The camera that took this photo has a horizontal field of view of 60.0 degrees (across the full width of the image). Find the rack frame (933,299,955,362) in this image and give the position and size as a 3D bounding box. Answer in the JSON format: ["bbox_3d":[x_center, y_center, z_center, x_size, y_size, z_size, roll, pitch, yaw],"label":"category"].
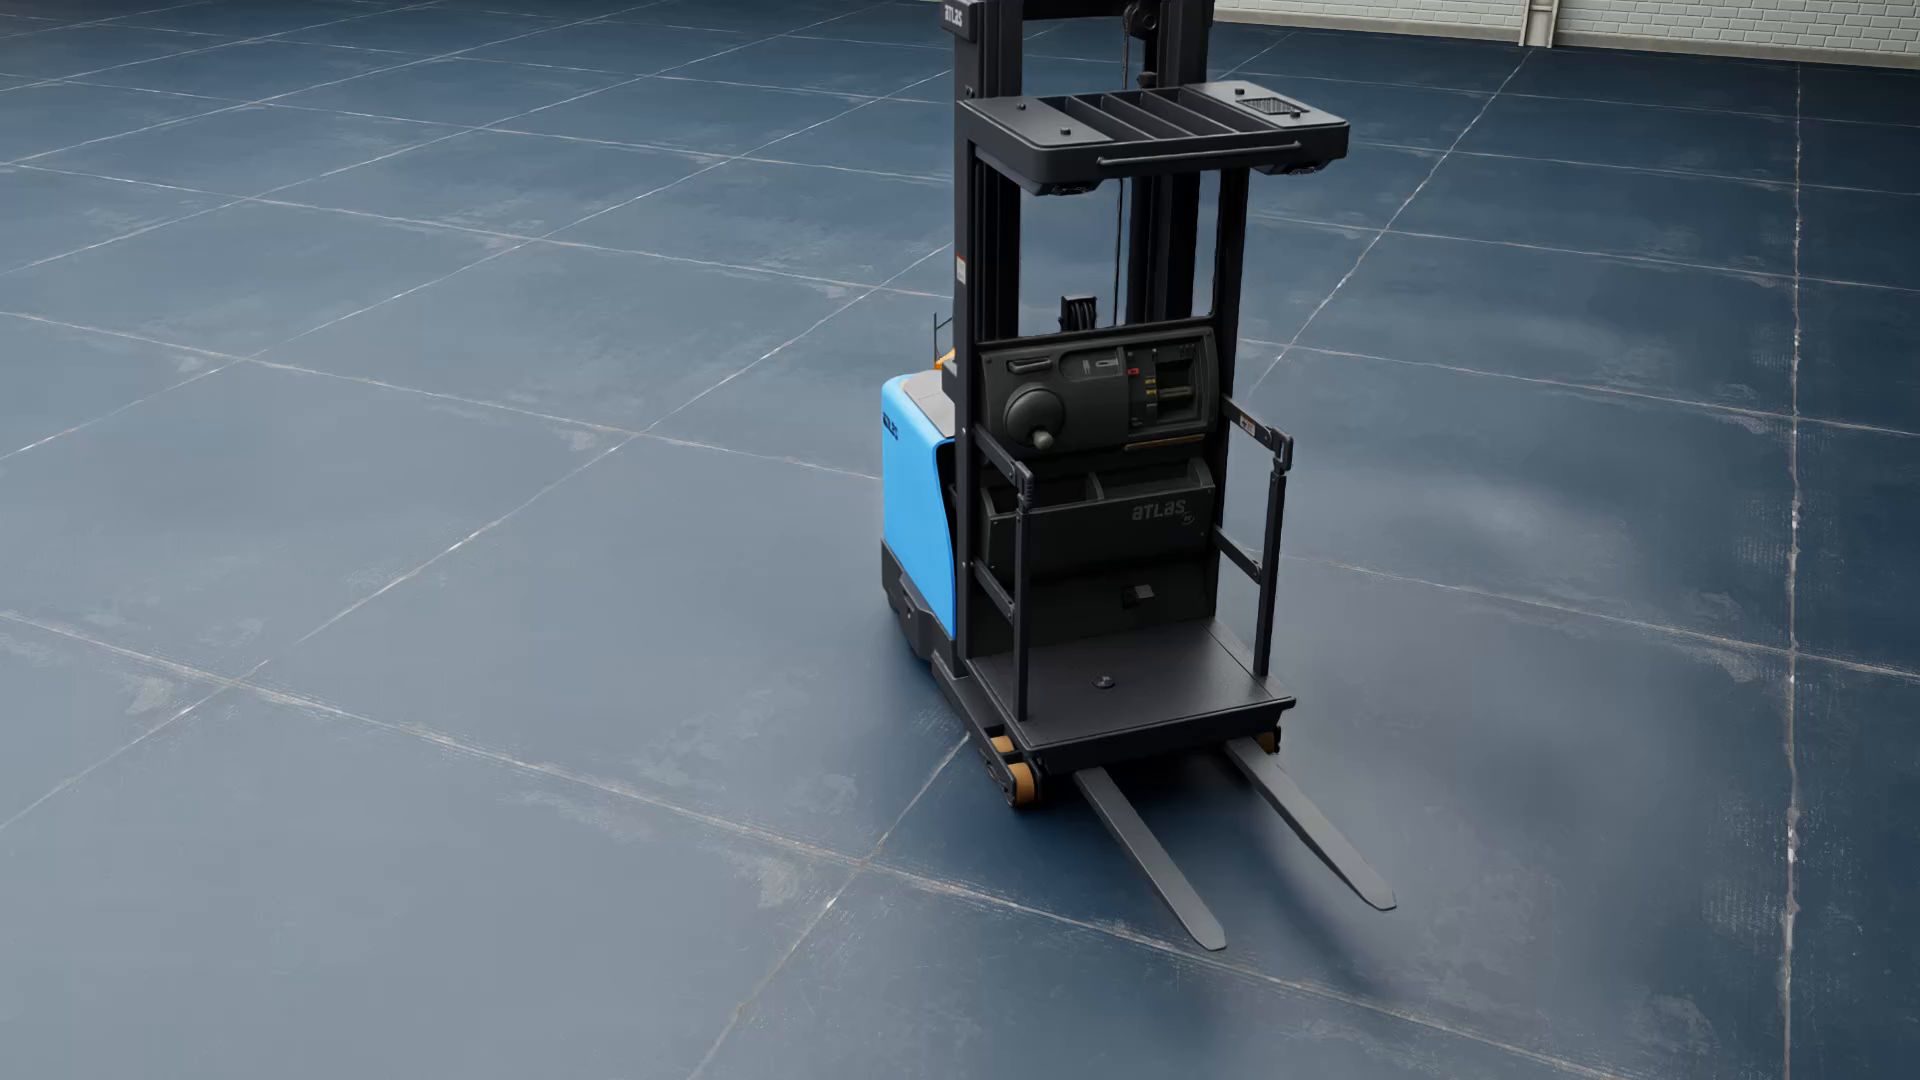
[{"bbox_3d":[-0.070,-0.552,8.014,0.006,1.200,0.240,11,28,22],"label":"rack frame"}]

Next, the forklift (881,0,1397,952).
[{"bbox_3d":[0.600,-0.520,5.988,1.130,2.935,3.031,-9,27,-17],"label":"forklift"}]

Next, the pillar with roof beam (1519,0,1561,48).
[{"bbox_3d":[5.459,-8.524,15.375,0.400,9.000,9.100,11,28,22],"label":"pillar with roof beam"}]

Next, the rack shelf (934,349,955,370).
[{"bbox_3d":[0.013,-0.819,7.840,0.180,0.103,0.258,11,28,22],"label":"rack shelf"}]

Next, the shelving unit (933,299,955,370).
[{"bbox_3d":[0.013,-0.536,7.980,0.189,1.200,0.258,11,28,22],"label":"shelving unit"}]
